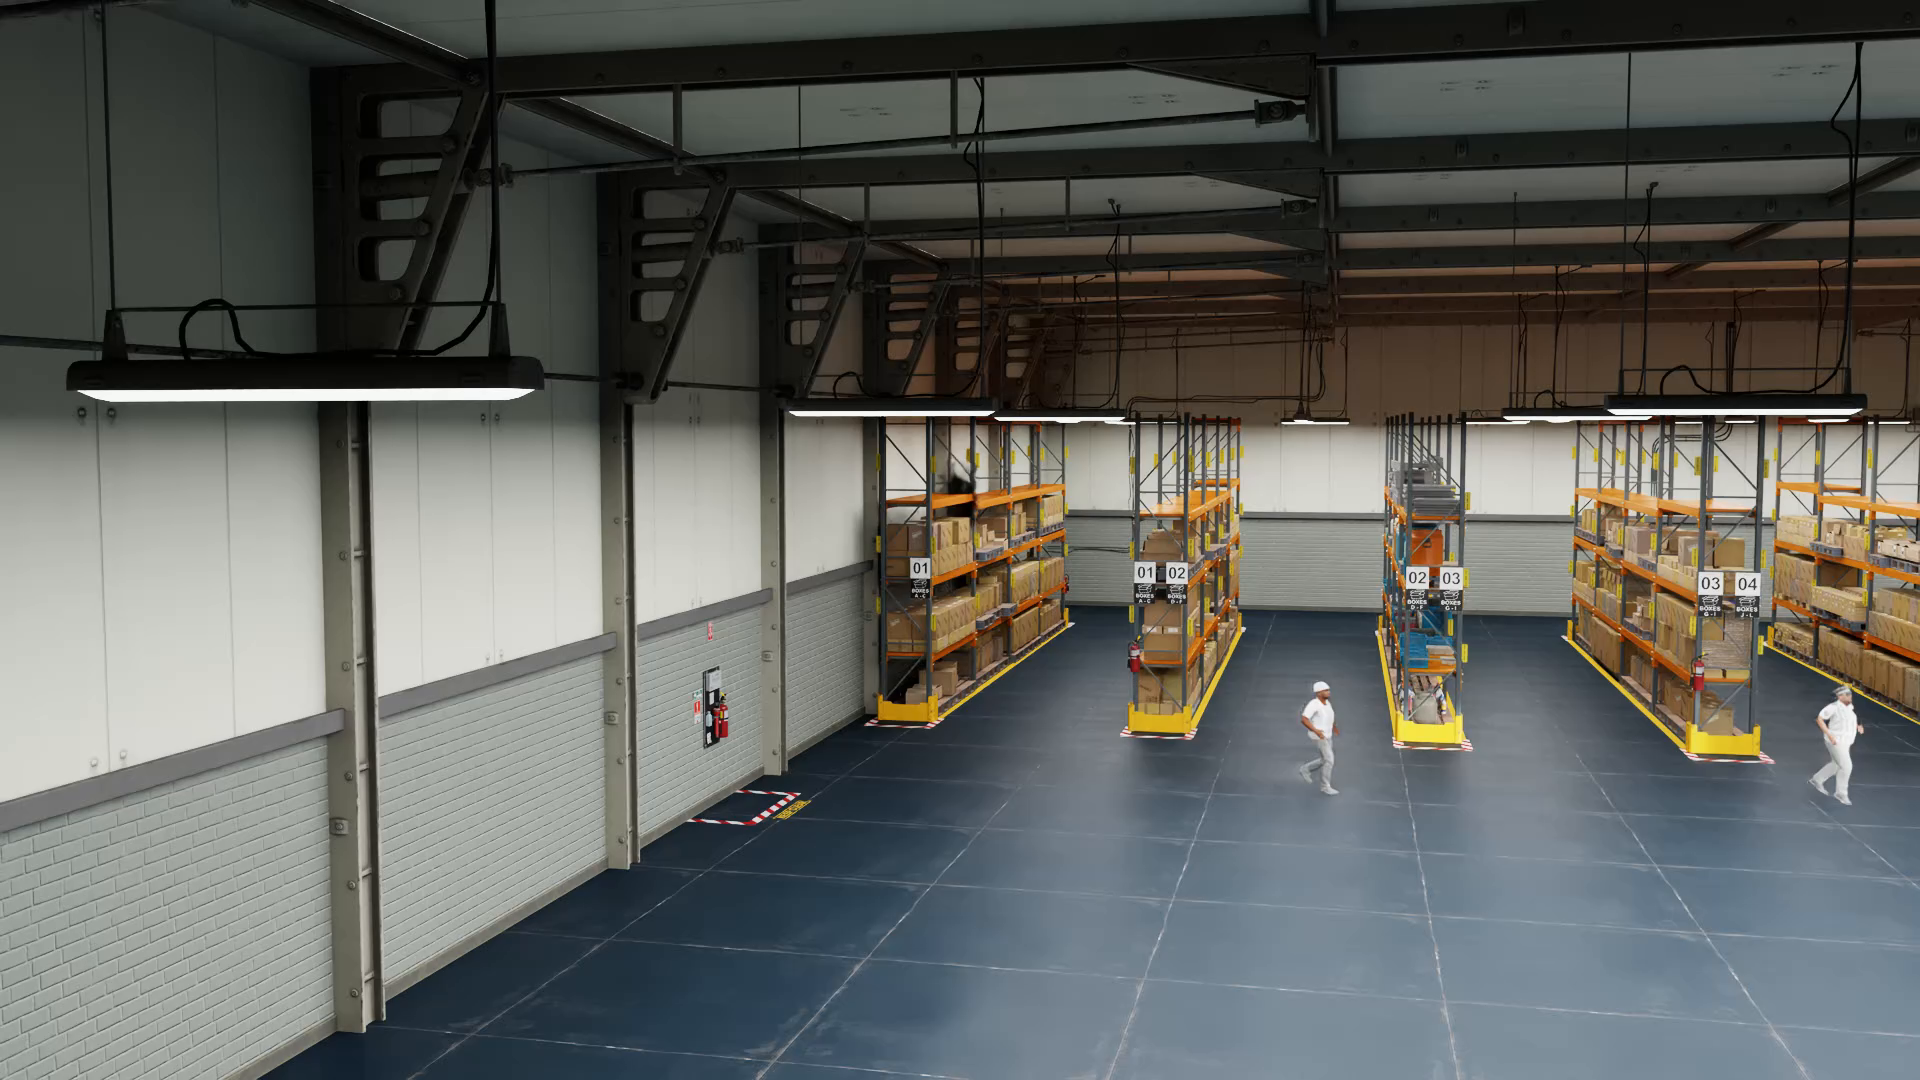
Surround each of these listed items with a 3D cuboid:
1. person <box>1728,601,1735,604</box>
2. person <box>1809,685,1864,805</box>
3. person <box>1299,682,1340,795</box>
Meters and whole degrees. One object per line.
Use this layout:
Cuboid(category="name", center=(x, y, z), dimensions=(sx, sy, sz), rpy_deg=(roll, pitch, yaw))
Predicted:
Cuboid(category="person", center=(19.718, 2.021, 42.578), dimensions=(0.580, 1.702, 0.769), rpy_deg=(1, 4, 17))
Cuboid(category="person", center=(13.463, 3.125, 25.565), dimensions=(0.668, 1.865, 0.750), rpy_deg=(-3, 5, -36))
Cuboid(category="person", center=(5.618, 3.088, 26.089), dimensions=(0.714, 1.746, 0.708), rpy_deg=(3, 5, 36))
